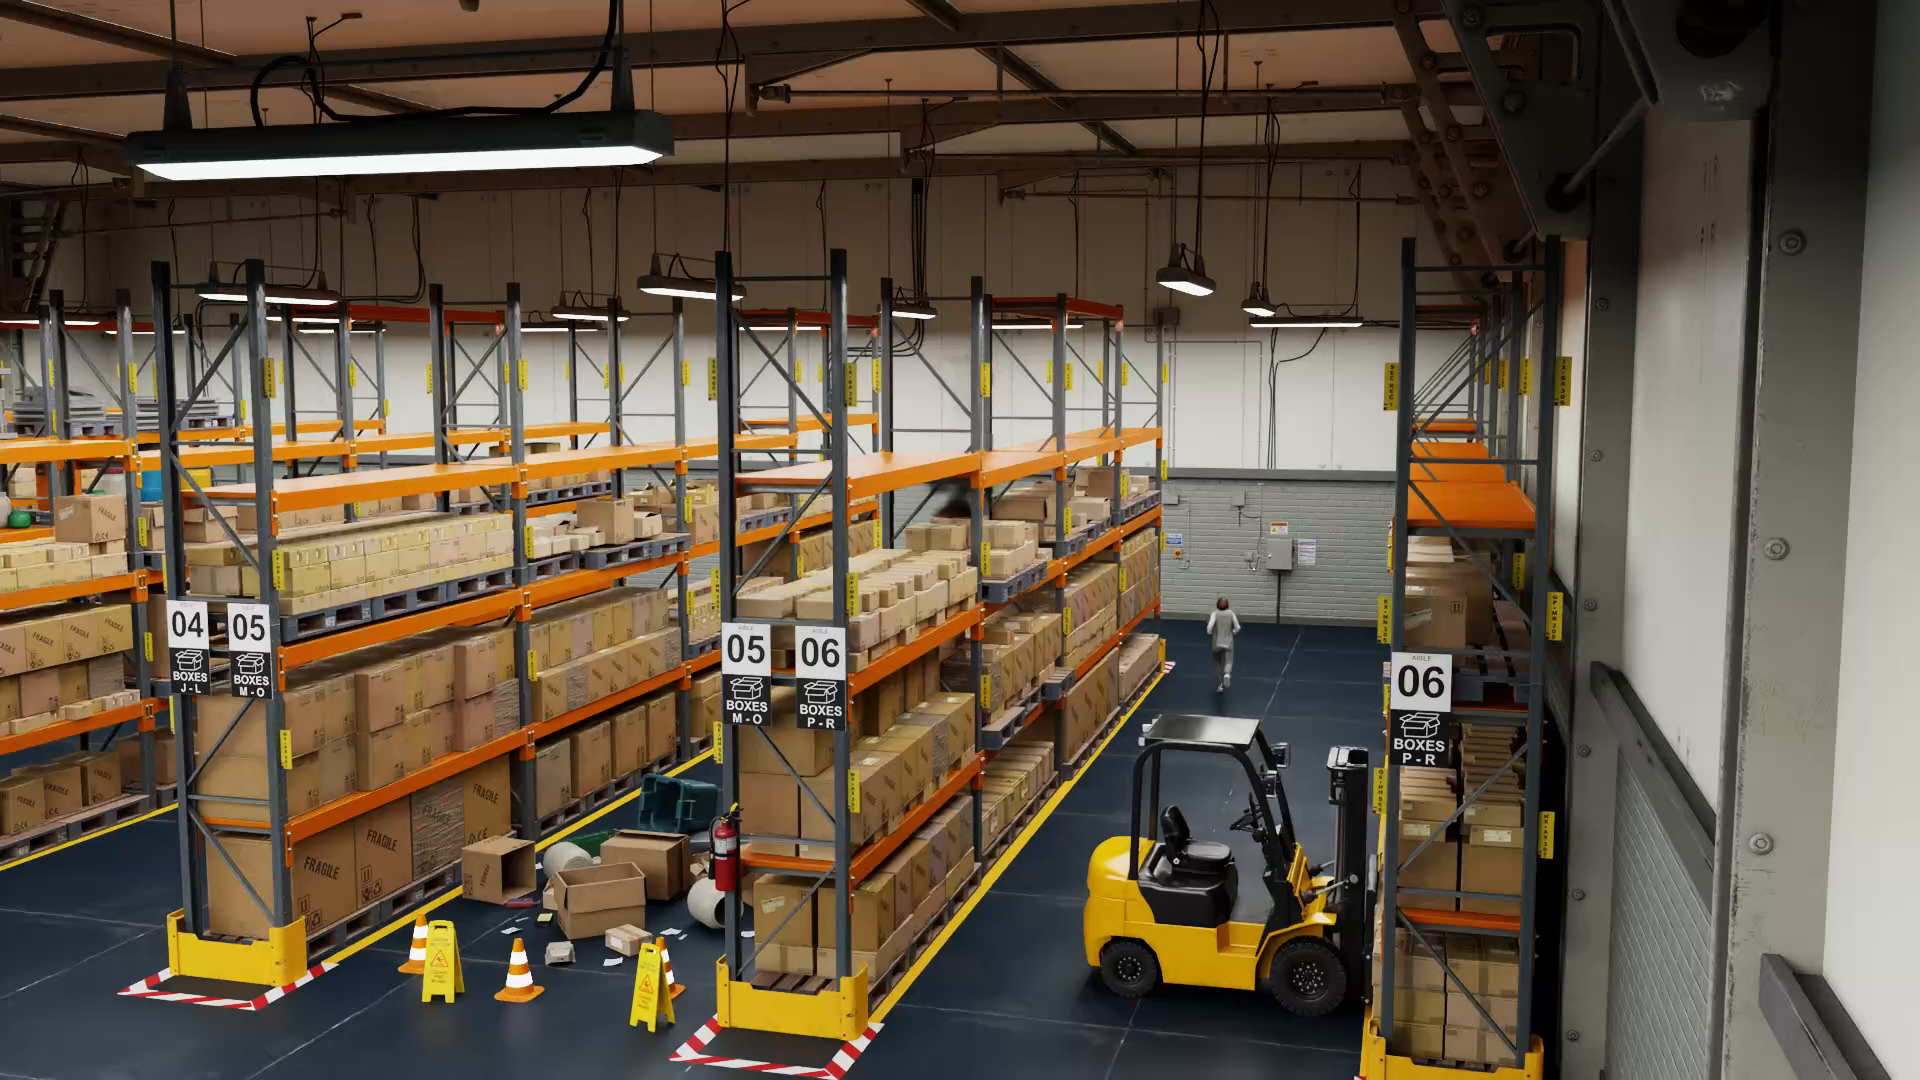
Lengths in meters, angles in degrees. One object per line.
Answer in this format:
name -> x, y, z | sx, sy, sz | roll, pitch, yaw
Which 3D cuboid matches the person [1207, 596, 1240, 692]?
person -> 4.100, 1.667, 25.885 | 0.517, 1.584, 0.984 | 1, 6, 8
